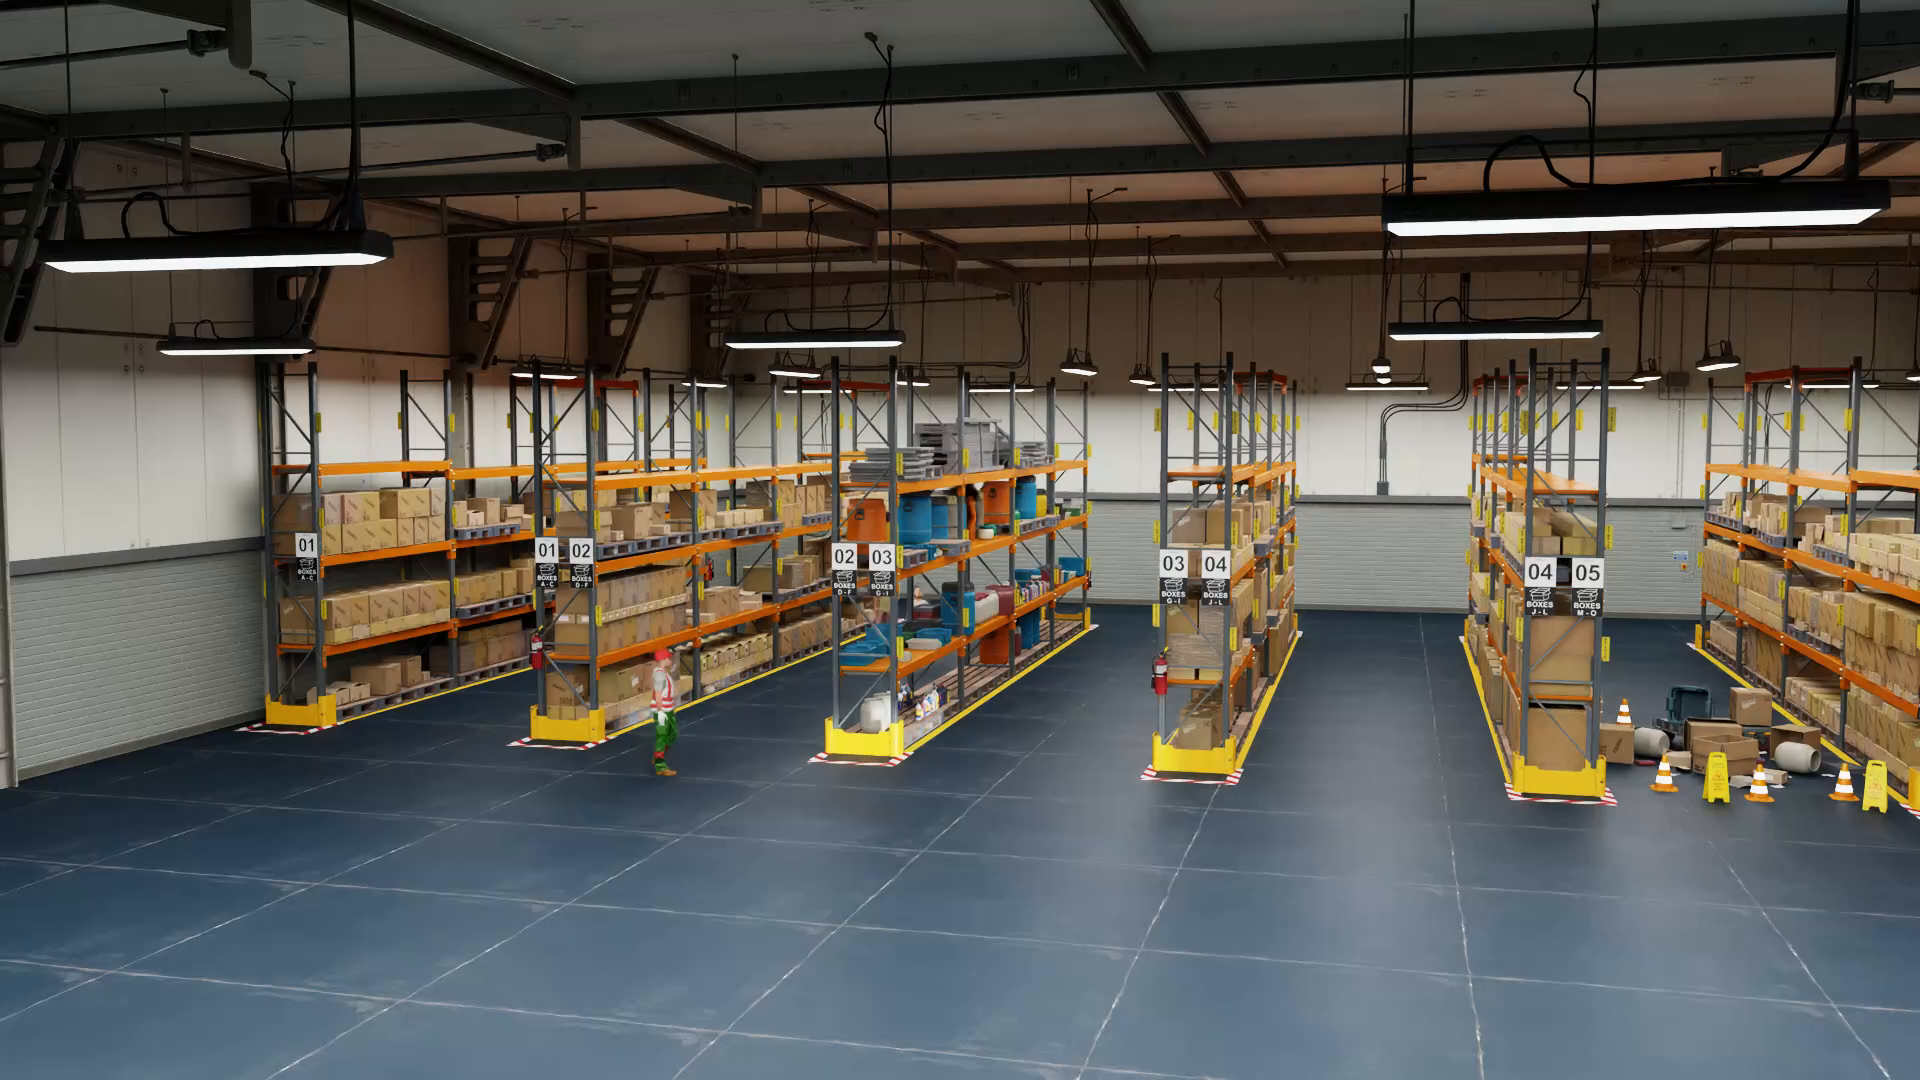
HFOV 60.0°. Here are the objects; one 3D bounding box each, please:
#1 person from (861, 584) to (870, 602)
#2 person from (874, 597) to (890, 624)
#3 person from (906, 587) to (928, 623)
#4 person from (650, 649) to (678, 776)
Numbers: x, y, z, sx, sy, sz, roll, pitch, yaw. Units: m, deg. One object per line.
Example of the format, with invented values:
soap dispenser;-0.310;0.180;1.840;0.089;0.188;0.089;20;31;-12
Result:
person;-2.316;1.031;44.170;0.546;1.698;0.632;-3;5;-36
person;-1.676;1.589;37.098;0.582;1.652;0.973;1;4;16
person;-0.868;1.748;33.225;0.437;1.610;0.970;2;4;21
person;-4.239;2.450;23.690;0.424;1.802;0.640;0;4;0
